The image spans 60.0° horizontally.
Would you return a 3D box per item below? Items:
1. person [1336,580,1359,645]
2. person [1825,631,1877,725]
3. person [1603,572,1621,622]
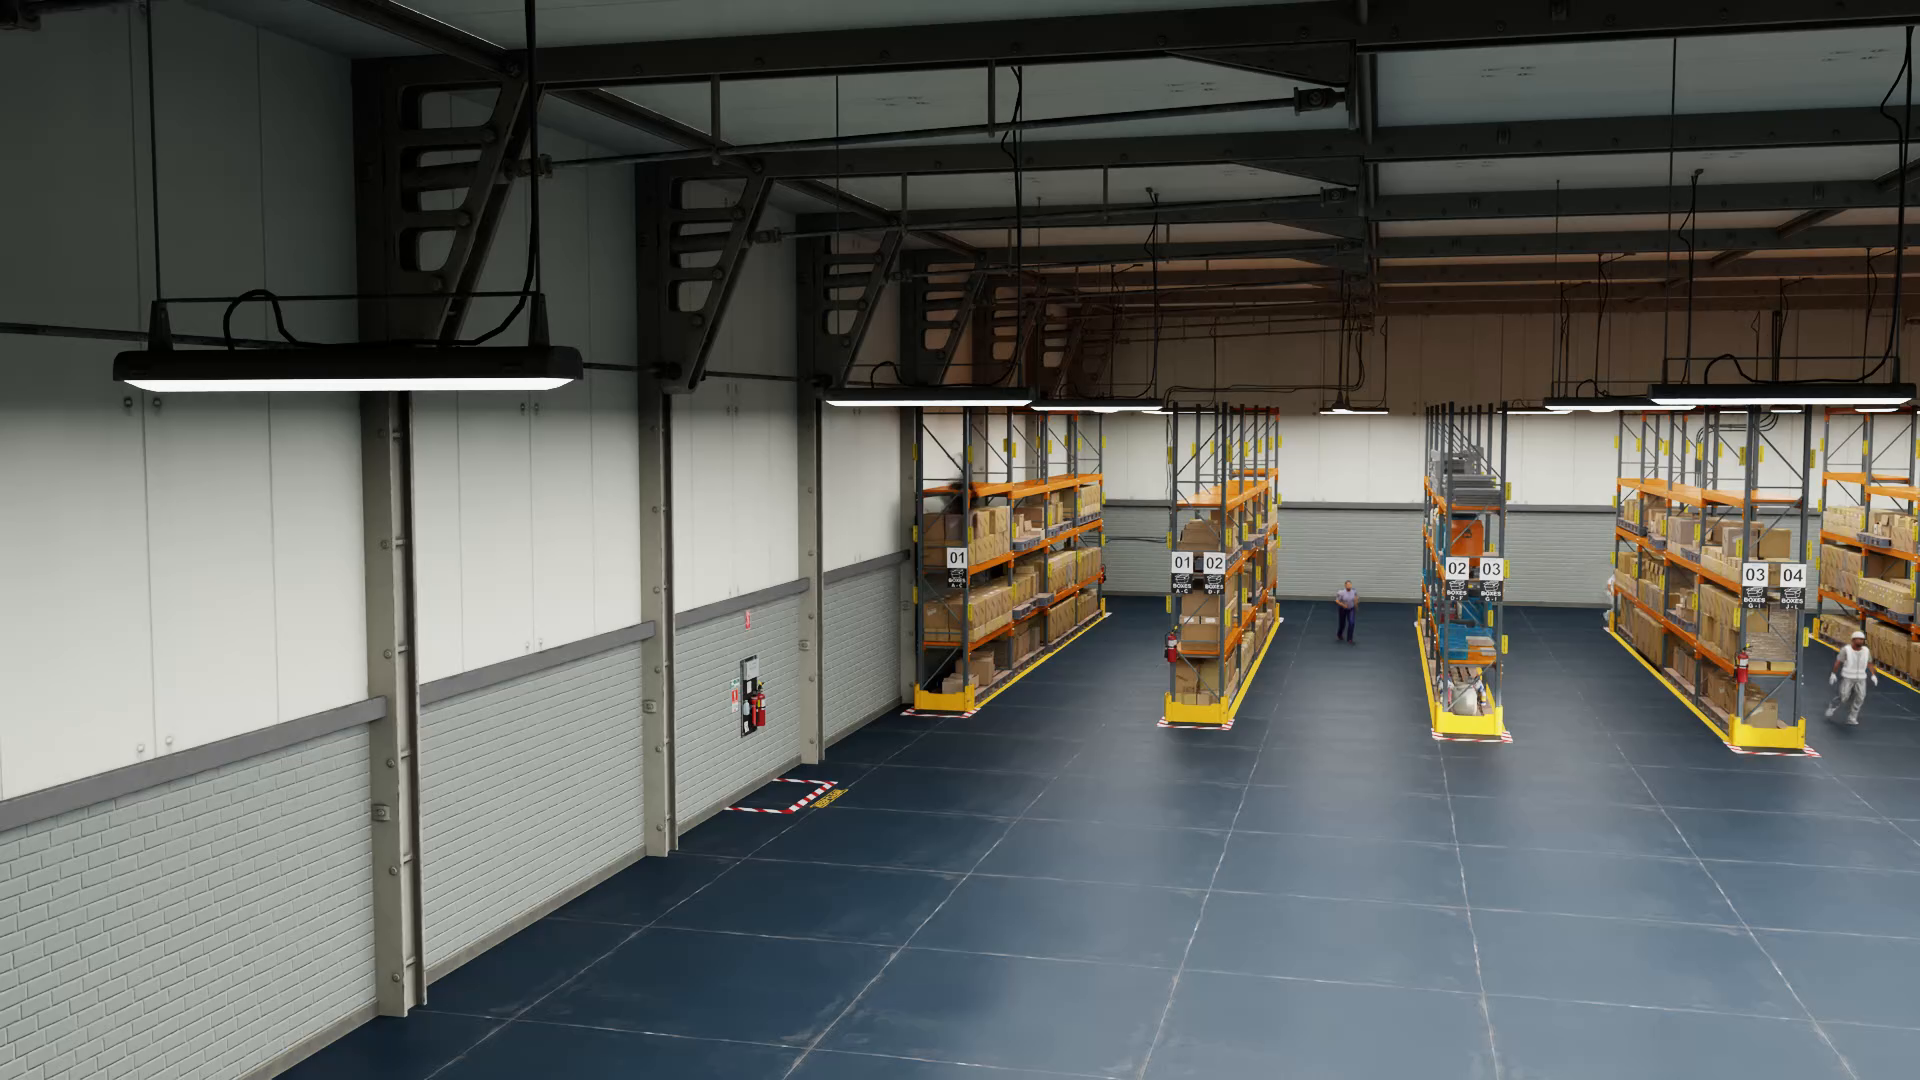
[{"bbox_3d":[9.791,1.810,42.191,0.595,1.621,0.884,0,4,0],"label":"person"},{"bbox_3d":[16.611,2.552,31.006,0.728,1.749,0.676,0,4,5],"label":"person"},{"bbox_3d":[18.094,1.542,45.932,0.676,1.580,0.601,-4,6,-40],"label":"person"}]
